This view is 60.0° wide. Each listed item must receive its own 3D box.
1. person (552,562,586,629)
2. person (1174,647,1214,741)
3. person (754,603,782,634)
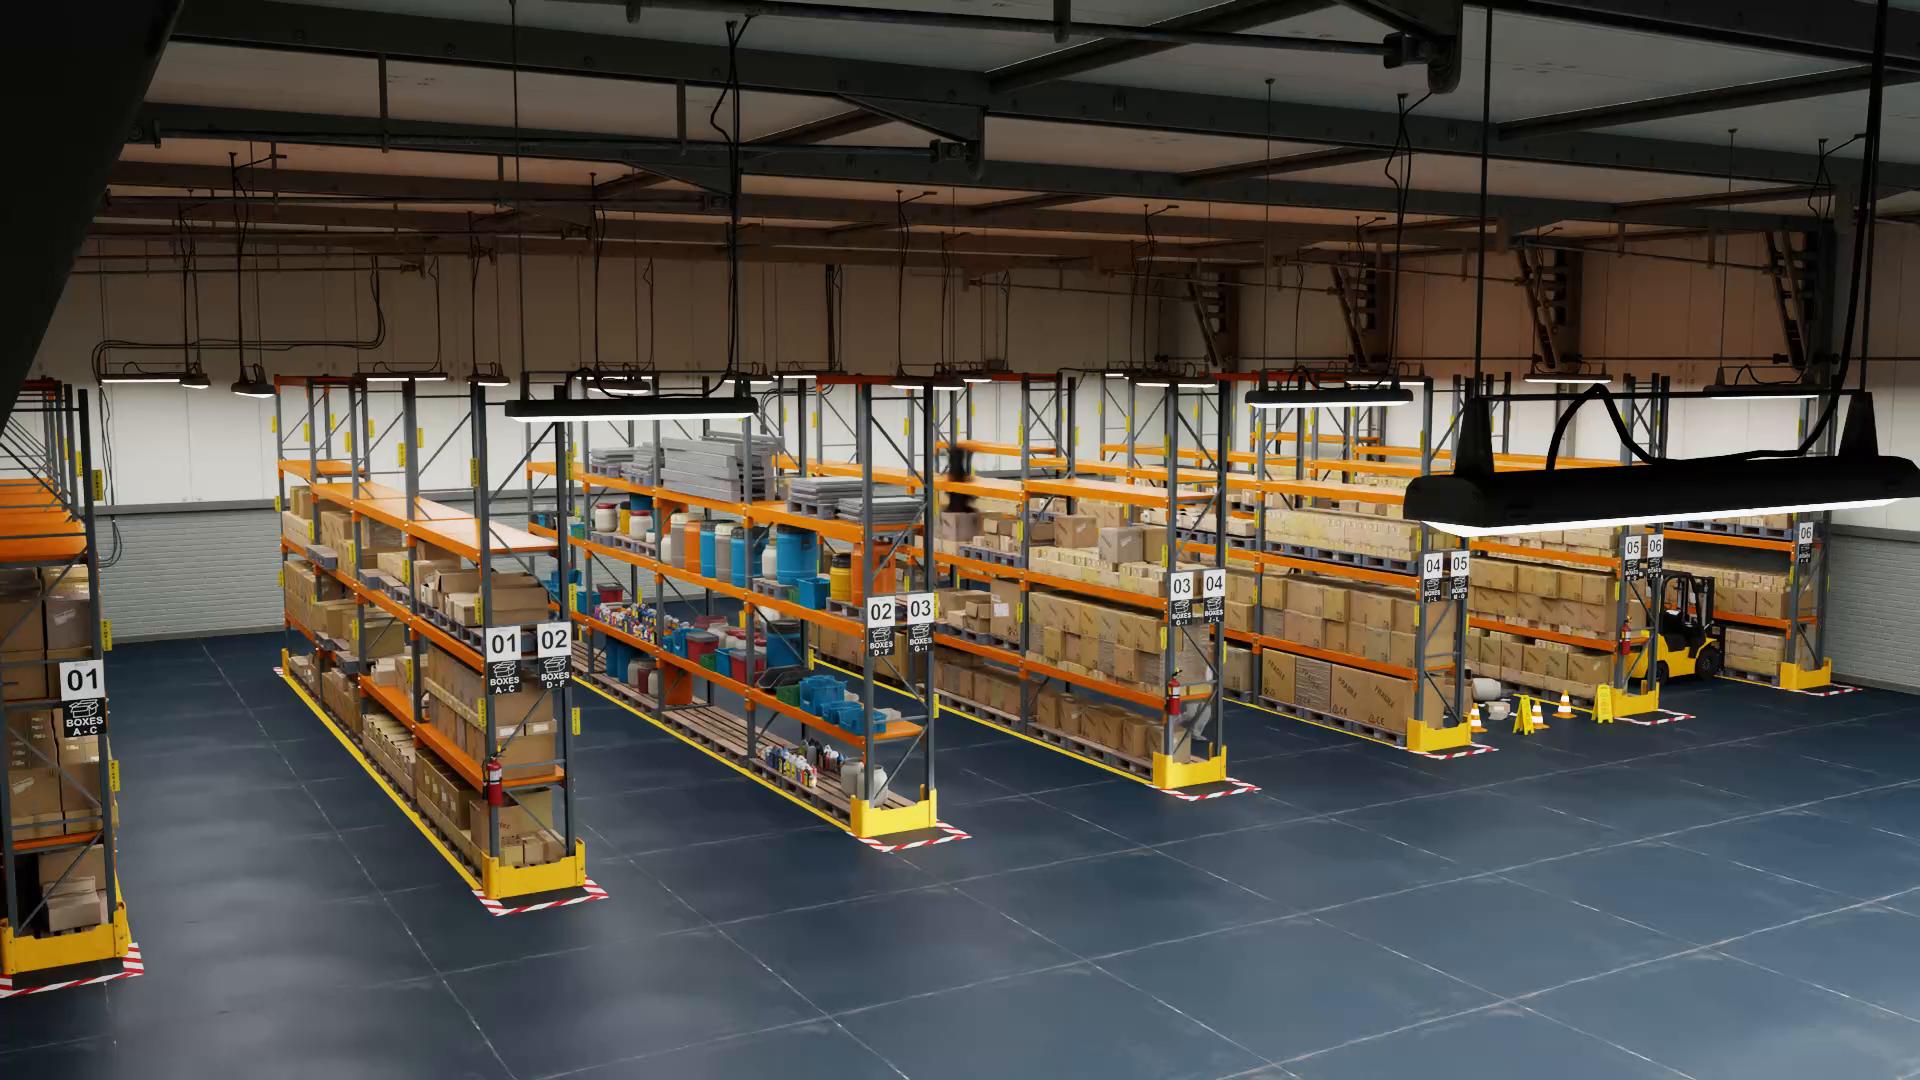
[{"bbox_3d":[-9.050,1.297,38.536,0.861,1.609,0.538,-1,6,-13],"label":"person"},{"bbox_3d":[3.843,2.517,27.518,0.757,1.599,0.581,-4,7,-33],"label":"person"},{"bbox_3d":[-3.913,1.703,34.320,0.635,1.799,0.725,-4,8,-36],"label":"person"}]
